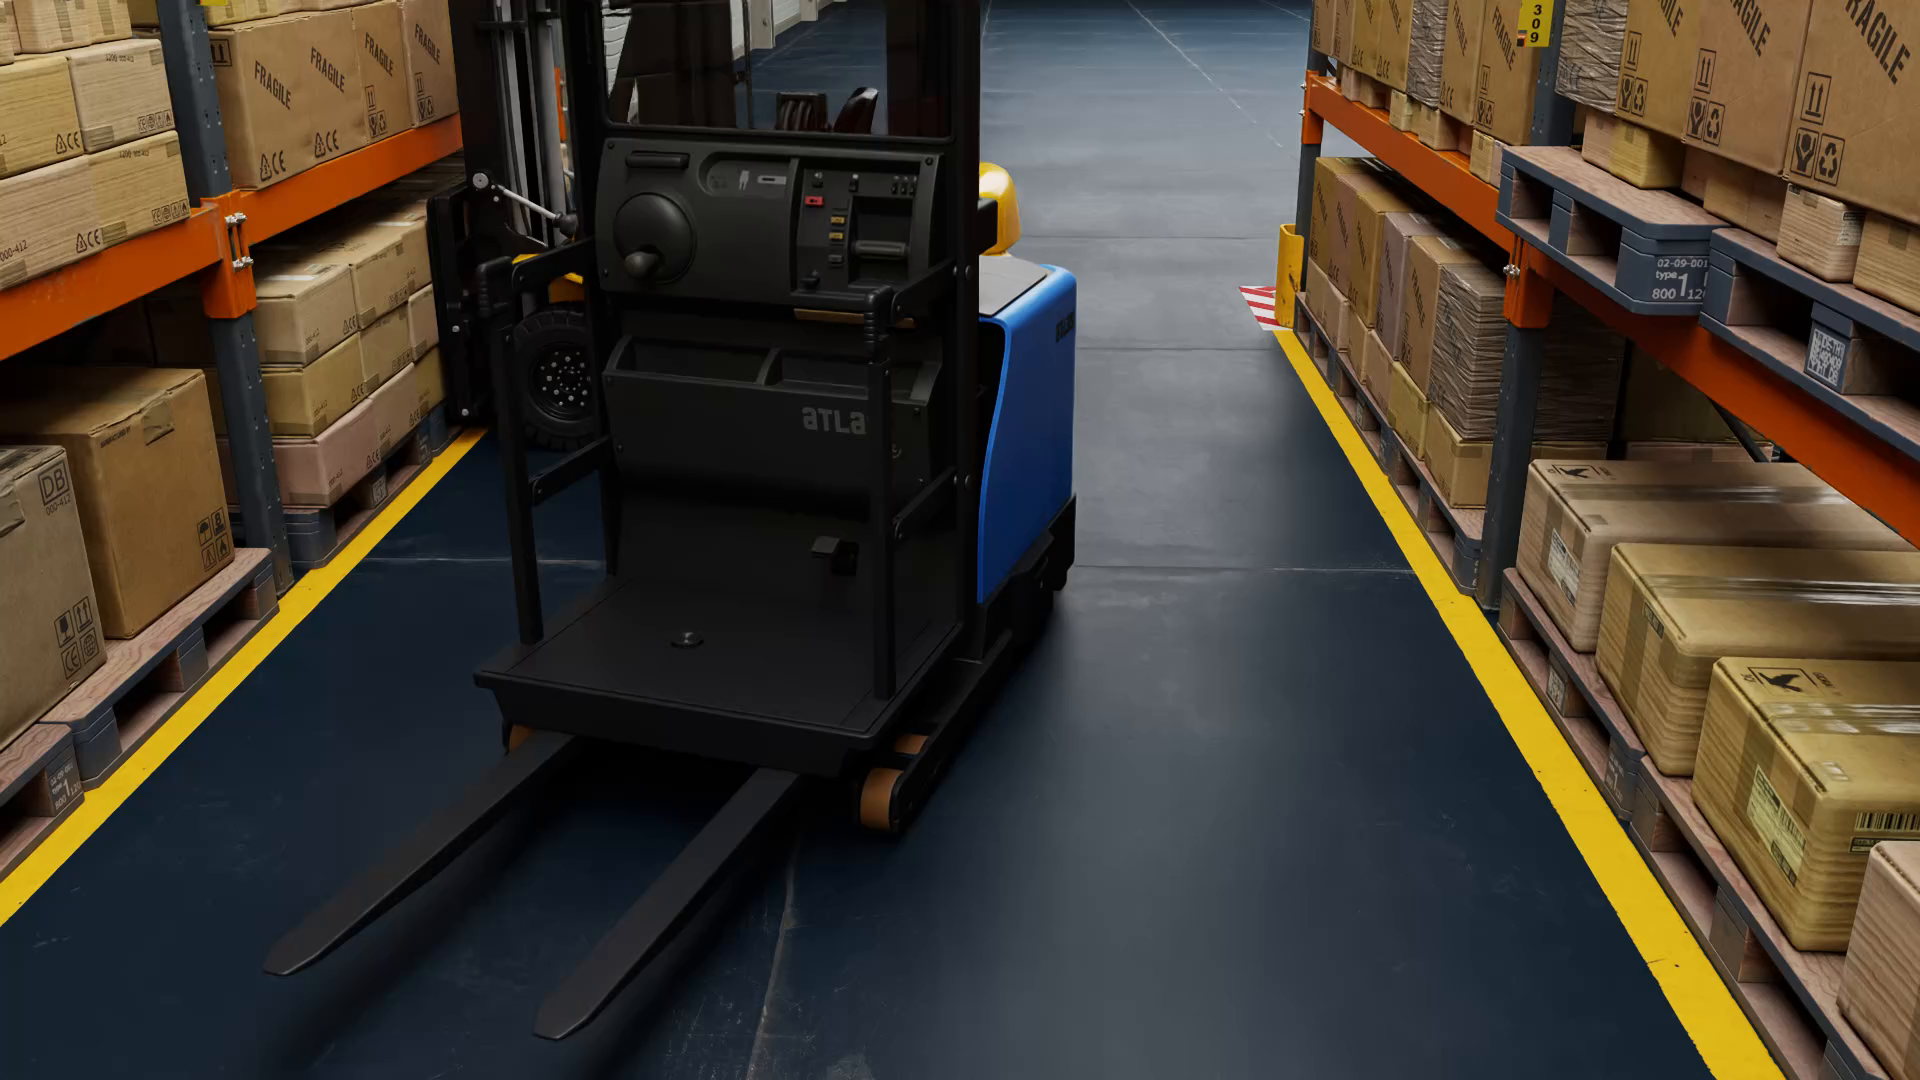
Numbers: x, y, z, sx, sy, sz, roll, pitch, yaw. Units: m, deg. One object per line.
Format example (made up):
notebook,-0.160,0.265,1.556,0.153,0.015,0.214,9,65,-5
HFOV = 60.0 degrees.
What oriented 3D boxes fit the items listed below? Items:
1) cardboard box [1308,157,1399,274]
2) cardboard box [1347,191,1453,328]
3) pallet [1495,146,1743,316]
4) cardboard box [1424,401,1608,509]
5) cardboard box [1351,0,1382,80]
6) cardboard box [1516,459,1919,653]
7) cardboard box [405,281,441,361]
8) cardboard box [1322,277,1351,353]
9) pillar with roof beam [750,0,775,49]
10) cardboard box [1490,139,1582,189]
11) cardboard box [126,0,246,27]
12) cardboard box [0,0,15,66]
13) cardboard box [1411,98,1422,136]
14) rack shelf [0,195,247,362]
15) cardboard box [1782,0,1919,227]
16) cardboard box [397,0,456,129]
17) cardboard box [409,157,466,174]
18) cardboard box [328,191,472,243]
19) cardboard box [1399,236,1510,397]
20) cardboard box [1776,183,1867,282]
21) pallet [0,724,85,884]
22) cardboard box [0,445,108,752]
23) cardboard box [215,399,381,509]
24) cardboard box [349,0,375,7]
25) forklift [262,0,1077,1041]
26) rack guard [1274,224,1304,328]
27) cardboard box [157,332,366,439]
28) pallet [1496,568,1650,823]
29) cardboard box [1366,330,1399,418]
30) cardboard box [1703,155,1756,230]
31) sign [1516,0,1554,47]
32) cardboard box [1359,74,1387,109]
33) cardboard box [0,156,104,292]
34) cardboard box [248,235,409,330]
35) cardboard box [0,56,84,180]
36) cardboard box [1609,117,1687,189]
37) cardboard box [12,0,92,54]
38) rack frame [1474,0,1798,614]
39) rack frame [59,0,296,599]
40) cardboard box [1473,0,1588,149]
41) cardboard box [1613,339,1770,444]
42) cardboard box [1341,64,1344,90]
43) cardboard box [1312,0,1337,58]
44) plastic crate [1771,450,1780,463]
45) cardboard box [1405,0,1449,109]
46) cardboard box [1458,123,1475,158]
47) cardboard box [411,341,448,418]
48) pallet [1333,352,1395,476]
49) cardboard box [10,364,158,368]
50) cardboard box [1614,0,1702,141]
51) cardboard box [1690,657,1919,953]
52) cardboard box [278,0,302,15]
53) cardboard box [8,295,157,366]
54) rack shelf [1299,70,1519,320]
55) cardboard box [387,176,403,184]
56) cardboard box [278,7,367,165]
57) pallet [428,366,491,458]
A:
cardboard box,2.027,-1.590,8.163,0.500,0.500,0.500,0,21,0
cardboard box,1.992,-1.219,7.208,0.500,0.500,0.500,1,21,3
pallet,2.038,-0.813,4.242,1.003,0.211,1.213,1,21,2
cardboard box,1.955,-0.308,5.896,0.500,0.250,0.500,2,21,4
cardboard box,2.009,-2.269,7.180,0.500,0.500,0.500,0,21,1
cardboard box,2.193,0.042,4.826,0.950,0.372,0.625,1,21,2
cardboard box,-2.392,-0.912,6.763,0.500,0.250,0.500,0,21,1
cardboard box,2.004,-1.064,7.845,0.500,0.250,0.500,1,21,4
pillar with roof beam,1.295,-11.692,23.723,9.100,9.000,0.400,1,21,2
cardboard box,1.911,-1.179,5.269,0.380,0.149,0.250,0,21,1
cardboard box,-2.483,-1.692,5.207,0.380,0.149,0.250,0,21,1
cardboard box,-2.469,-1.175,3.877,0.380,0.149,0.250,0,21,0
cardboard box,1.977,-1.639,6.454,0.380,0.149,0.250,0,21,1
rack shelf,-2.816,-0.172,3.319,1.077,0.370,4.000,1,21,2
cardboard box,1.857,-0.846,2.933,0.500,0.500,0.500,0,21,-1
cardboard box,-2.431,-1.988,6.867,0.500,0.500,0.500,1,21,2
cardboard box,-2.346,-1.702,8.107,0.500,0.250,0.500,1,21,3
cardboard box,-2.374,-1.336,7.165,0.500,0.250,0.500,0,21,1
cardboard box,1.970,-0.841,6.234,0.500,0.500,0.500,1,21,3
cardboard box,1.806,-0.588,3.165,0.380,0.149,0.250,1,21,4
pallet,-2.773,0.779,3.730,1.003,0.211,1.213,1,21,2
cardboard box,-2.791,0.150,4.197,0.875,0.625,0.625,0,21,1
cardboard box,-2.410,-0.315,5.916,0.500,0.250,0.500,1,21,2
cardboard box,-2.405,-2.063,6.164,0.380,0.149,0.250,0,21,1
forklift,-0.566,-0.799,4.037,1.130,2.935,3.031,7,22,17
rack guard,2.326,-1.430,9.024,1.175,0.500,0.348,1,21,2
cardboard box,-2.432,-0.549,5.826,0.500,0.250,0.500,1,21,1
pallet,2.184,0.405,4.695,1.003,0.211,1.213,1,21,2
cardboard box,1.982,-0.684,6.866,0.500,0.250,0.500,1,21,2
cardboard box,1.875,-0.773,3.642,0.380,0.149,0.250,1,21,2
sign,1.664,-1.584,4.767,0.100,0.325,0.005,1,21,2
cardboard box,2.000,-2.014,7.420,0.380,0.149,0.250,1,21,3
cardboard box,-2.519,-0.793,4.134,0.500,0.250,0.500,1,21,1
cardboard box,-2.401,-0.967,6.212,0.500,0.250,0.500,1,21,2
cardboard box,-2.523,-1.027,4.045,0.500,0.250,0.500,0,21,0
cardboard box,1.857,-0.969,4.147,0.380,0.149,0.250,1,21,3
cardboard box,-2.534,-1.360,4.352,0.380,0.149,0.250,0,21,1
rack frame,2.206,-1.177,4.916,1.000,3.000,0.127,1,21,2
rack frame,-2.755,-1.230,5.053,1.000,3.000,0.127,1,21,2
cardboard box,1.971,-1.526,5.265,0.500,0.500,0.500,0,21,0
cardboard box,2.494,-0.651,5.744,0.500,0.500,0.500,2,21,4
cardboard box,2.028,-2.199,7.897,0.380,0.149,0.250,0,21,0
cardboard box,2.036,-2.640,8.138,0.500,0.500,0.500,0,21,1
plastic crate,3.074,-0.375,6.884,0.402,0.080,0.583,-7,22,-17
cardboard box,1.991,-1.900,6.228,0.500,0.500,0.500,1,21,3
cardboard box,2.019,-1.453,5.974,0.380,0.149,0.250,0,21,1
cardboard box,-2.410,-0.685,6.869,0.500,0.250,0.500,1,21,3
pallet,2.226,-0.562,7.187,1.003,0.211,1.213,1,21,2
cardboard box,-2.945,-0.556,5.843,0.500,0.250,0.500,0,21,0
cardboard box,1.891,-1.211,3.872,0.500,0.500,0.500,1,21,2
cardboard box,2.155,0.553,3.508,0.950,0.372,0.625,1,21,3
cardboard box,-2.496,-1.880,5.692,0.380,0.149,0.250,1,21,2
cardboard box,-2.934,-0.790,5.758,0.500,0.250,0.500,1,21,3
rack shelf,2.267,-1.565,6.910,1.077,0.370,4.000,1,21,2
cardboard box,-2.875,-1.523,7.647,0.500,0.250,0.500,0,21,1
cardboard box,-2.482,-1.623,5.927,0.500,0.500,0.500,1,21,3
pallet,-2.655,-0.660,7.437,1.003,0.211,1.213,1,21,2
